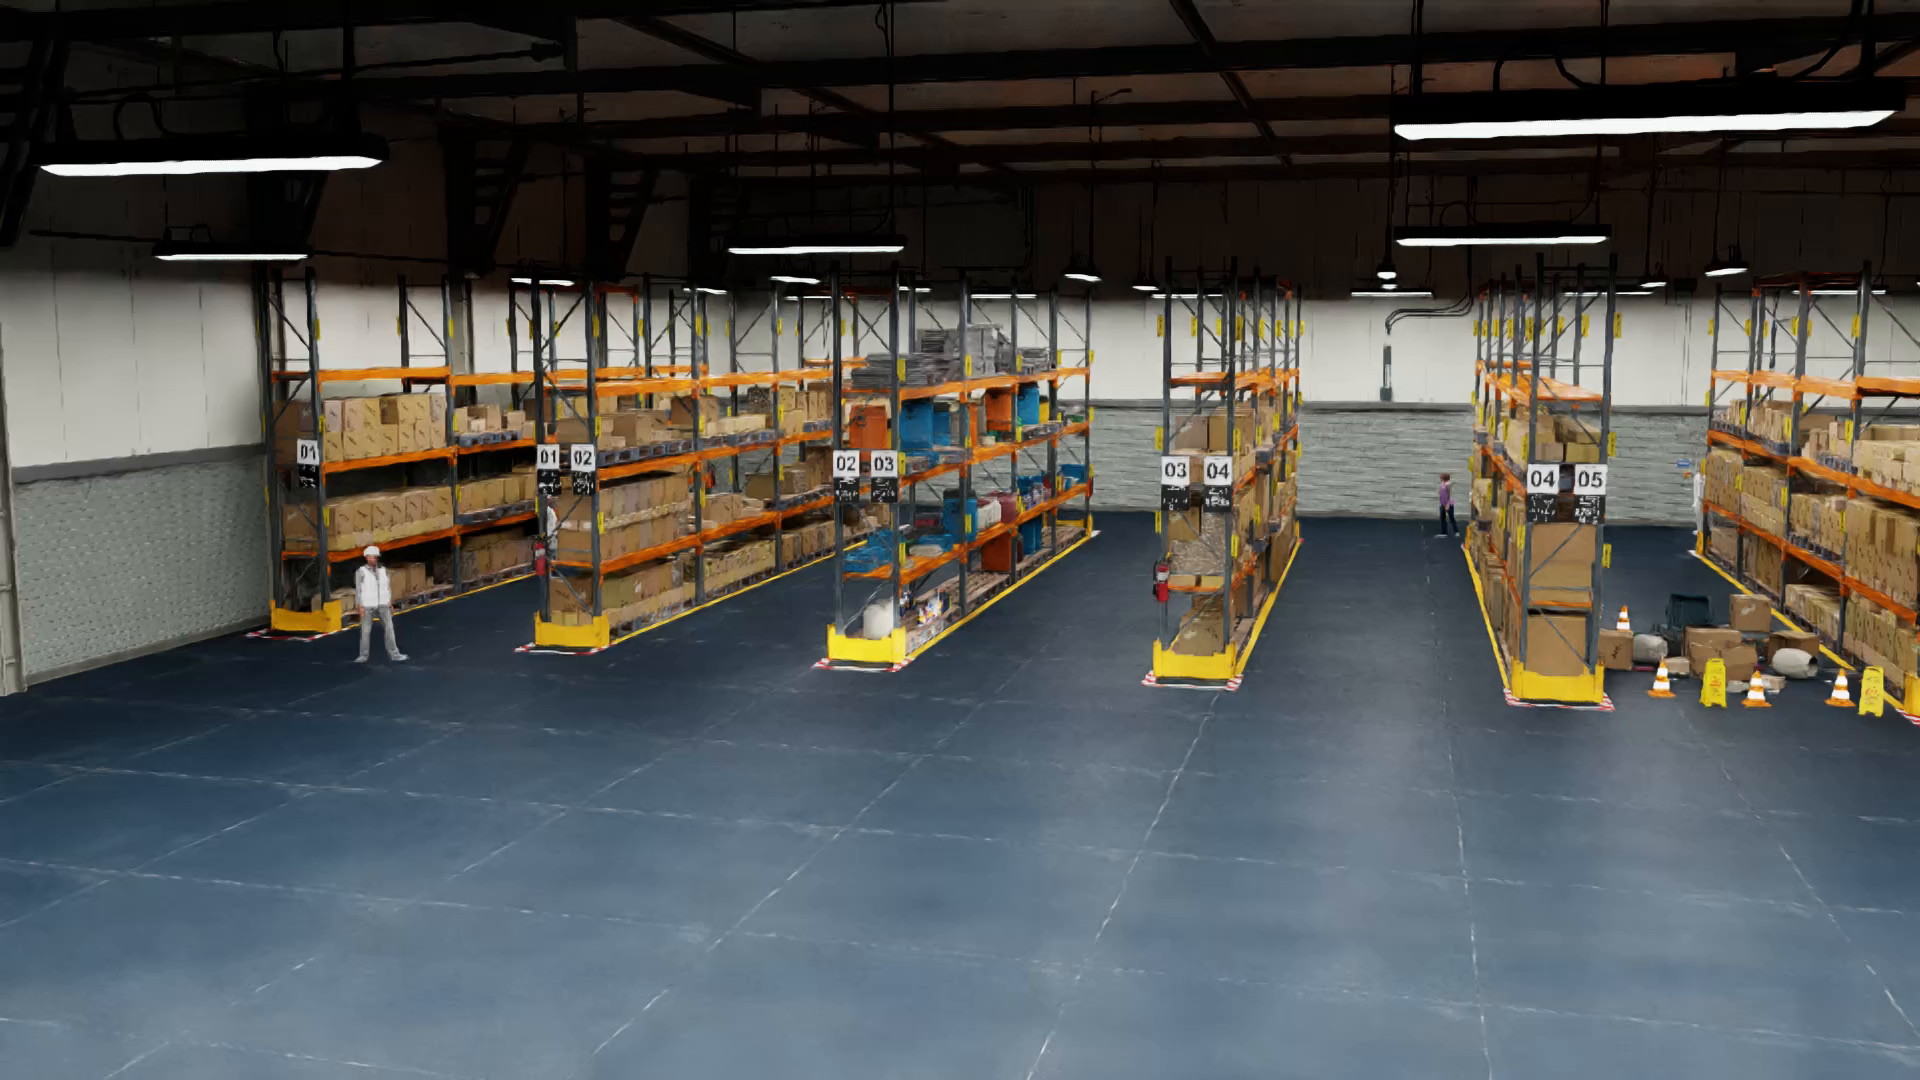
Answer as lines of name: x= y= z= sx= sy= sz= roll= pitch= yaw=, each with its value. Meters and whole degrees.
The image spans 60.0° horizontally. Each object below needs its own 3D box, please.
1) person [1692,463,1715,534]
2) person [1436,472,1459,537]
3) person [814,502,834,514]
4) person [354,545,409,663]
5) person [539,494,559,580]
person: x=18.268 y=-1.035 z=40.745 sx=0.632 sy=1.766 sz=0.611 roll=-6 pitch=9 yaw=-39
person: x=11.754 y=-0.848 z=39.962 sx=0.552 sy=1.581 sz=0.463 roll=-2 pitch=8 yaw=-16
person: x=-3.511 y=-1.343 z=43.197 sx=0.733 sy=1.725 sz=0.518 roll=-7 pitch=10 yaw=-43
person: x=-8.752 y=0.954 z=24.963 sx=0.719 sy=1.764 sz=0.528 roll=-7 pitch=10 yaw=-43
person: x=-8.219 y=-0.079 z=33.110 sx=0.447 sy=1.780 sz=0.600 roll=-2 pitch=7 yaw=-13
